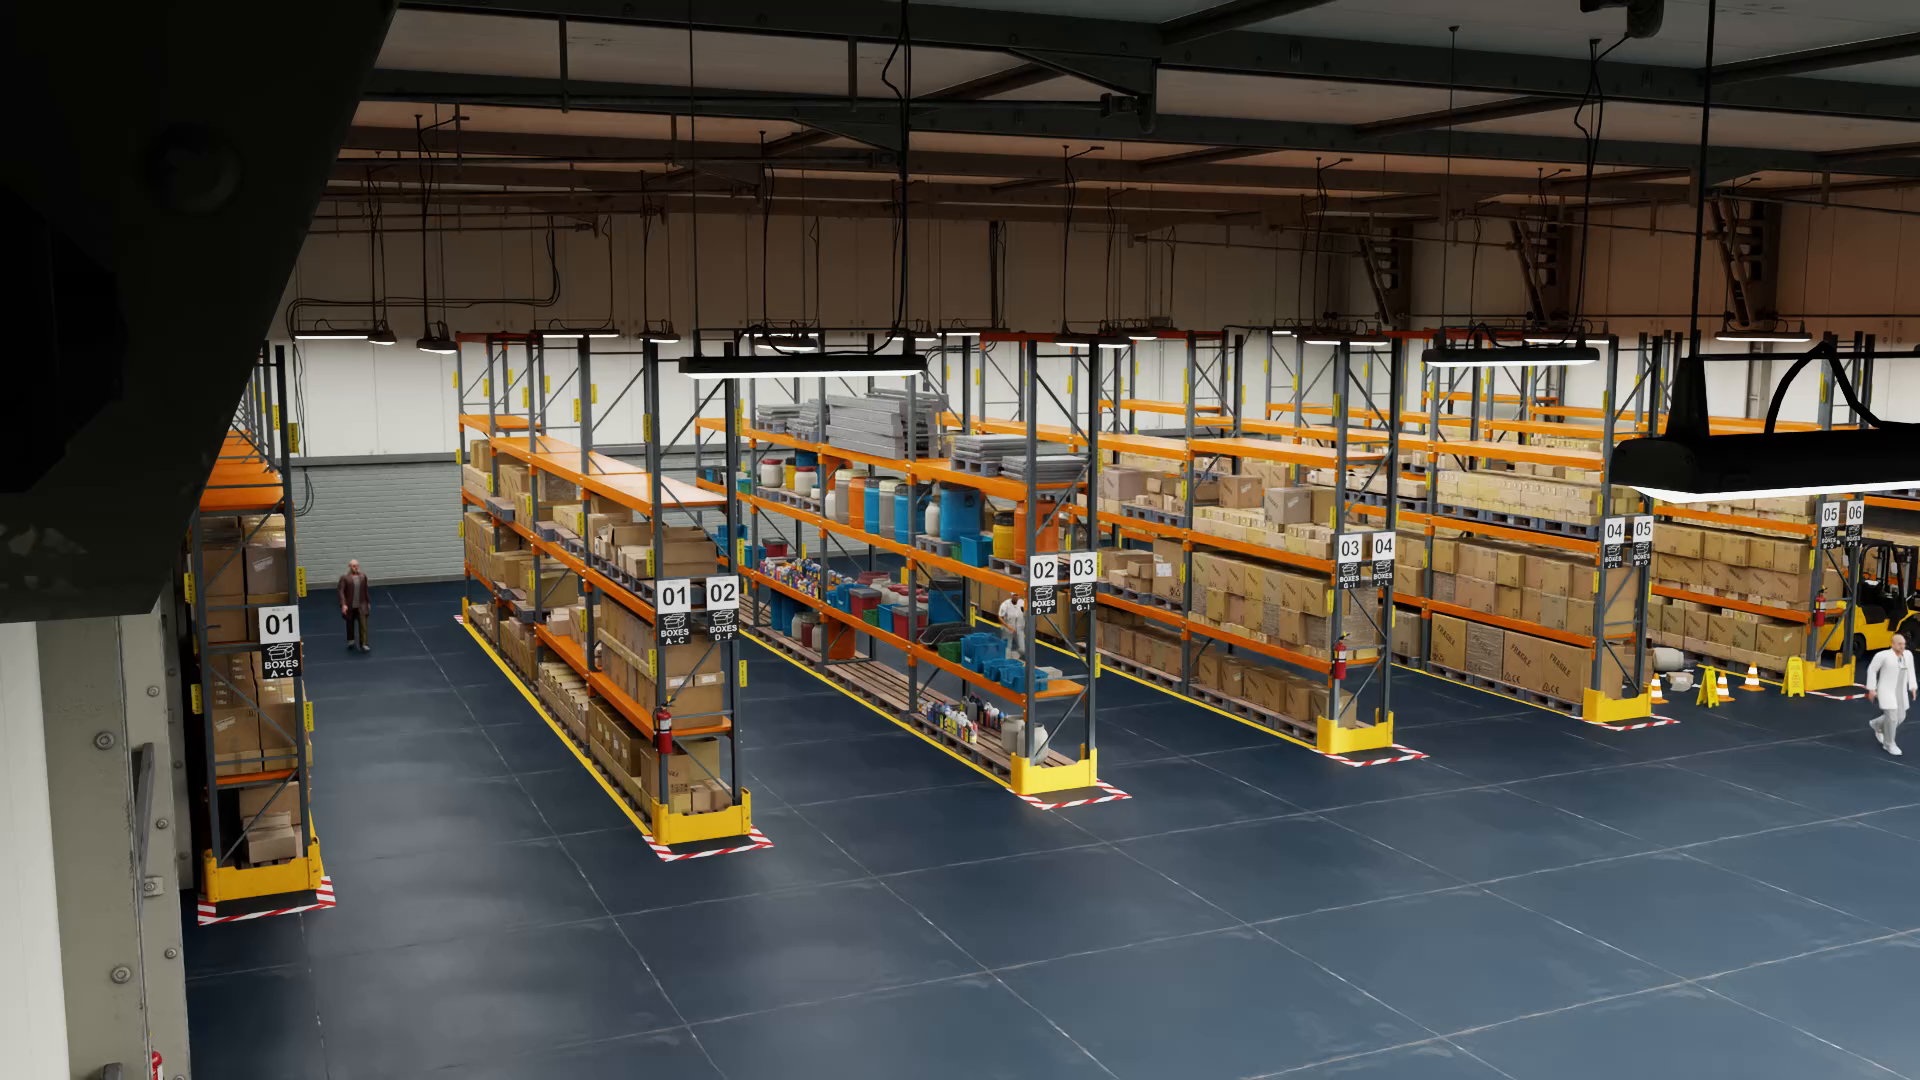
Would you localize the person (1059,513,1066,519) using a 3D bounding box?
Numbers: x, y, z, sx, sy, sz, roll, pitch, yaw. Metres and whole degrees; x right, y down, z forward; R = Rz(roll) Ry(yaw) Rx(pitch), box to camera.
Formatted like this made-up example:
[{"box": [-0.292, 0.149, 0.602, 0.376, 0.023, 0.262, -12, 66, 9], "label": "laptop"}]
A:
[{"box": [2.306, -0.015, 40.648, 0.648, 1.820, 0.731, 1, 8, 5], "label": "person"}]

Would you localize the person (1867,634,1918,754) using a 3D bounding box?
[{"box": [13.537, 2.203, 24.304, 0.641, 1.757, 0.750, -1, 8, -10], "label": "person"}]

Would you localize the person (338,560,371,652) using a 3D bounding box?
[{"box": [-11.441, 1.230, 31.450, 0.614, 1.716, 1.170, -4, 9, -28], "label": "person"}]

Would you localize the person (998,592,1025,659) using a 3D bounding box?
[{"box": [0.961, 1.596, 29.383, 0.646, 1.581, 0.751, -2, 8, -12], "label": "person"}]
